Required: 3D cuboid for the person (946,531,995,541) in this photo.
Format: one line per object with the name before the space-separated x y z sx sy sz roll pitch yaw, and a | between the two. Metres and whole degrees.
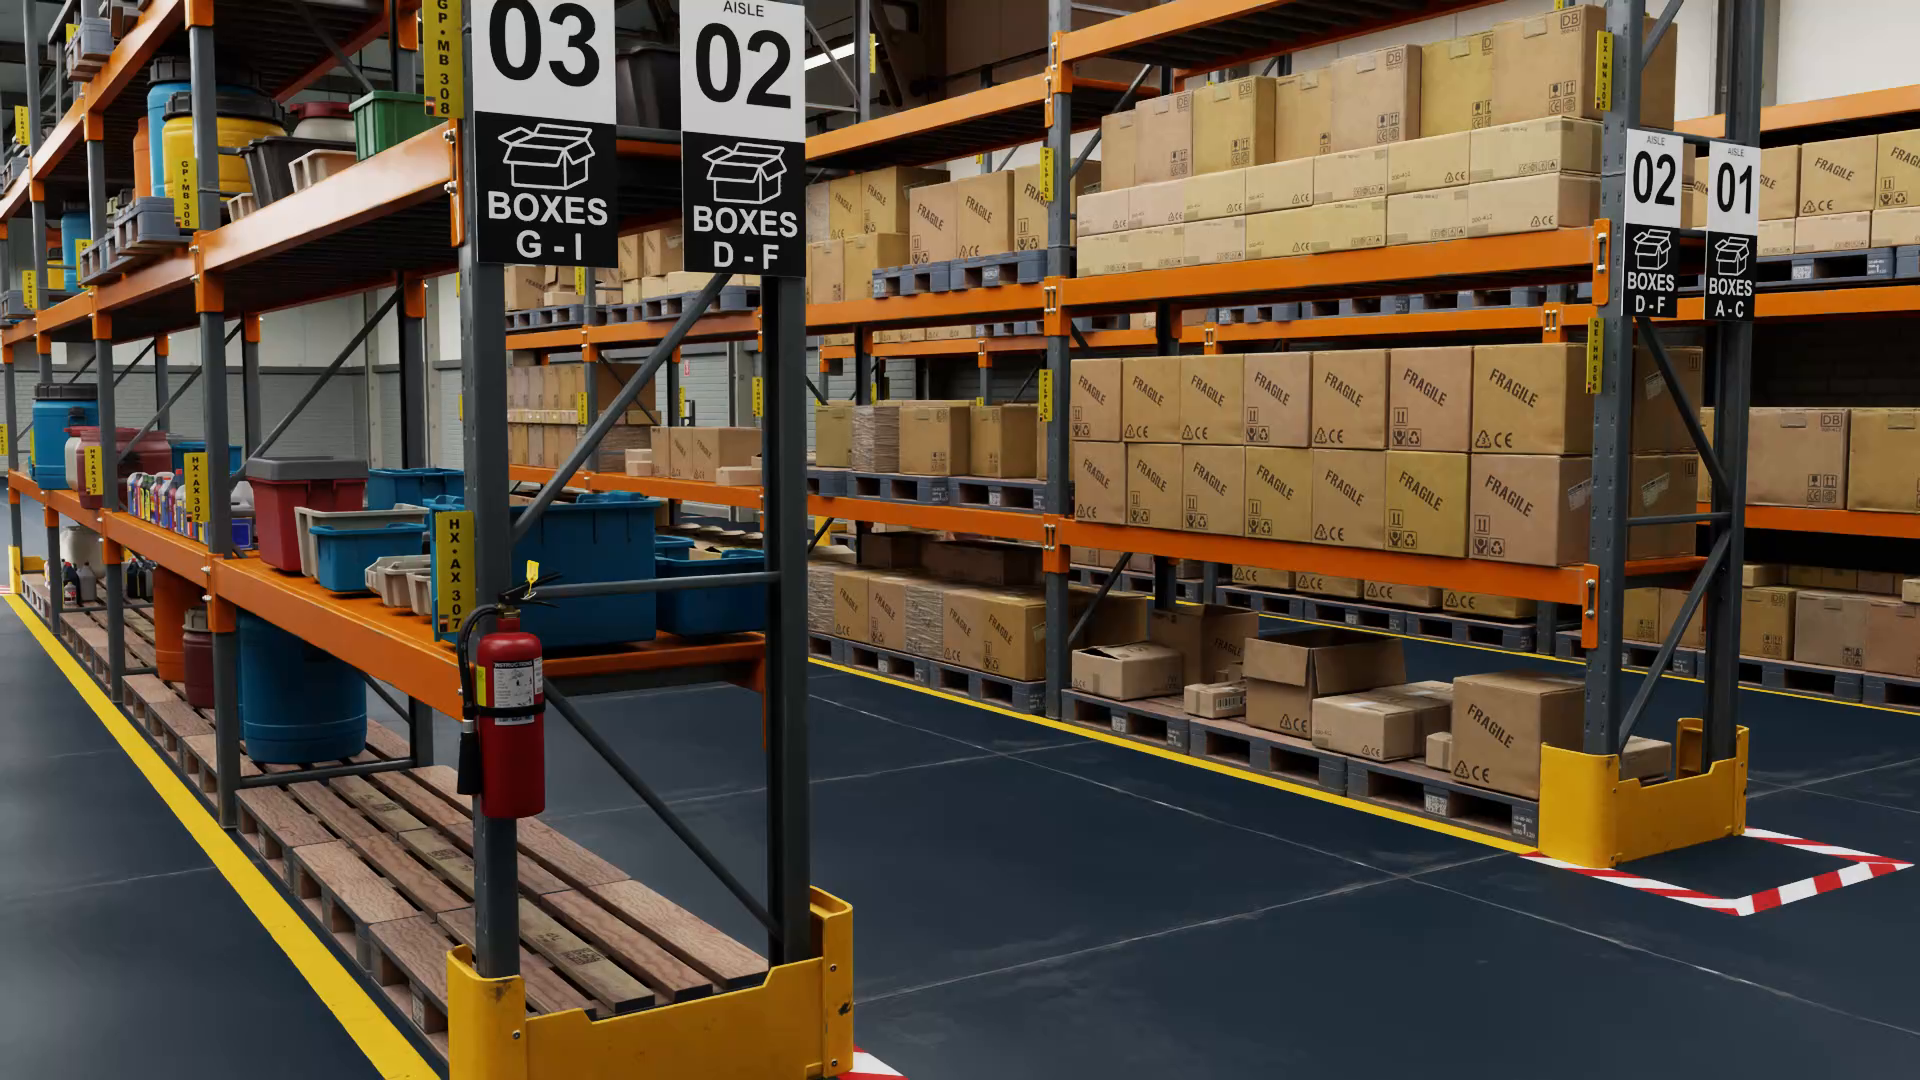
person | 0.099 -0.048 14.978 0.486 1.669 0.394 -4 6 -42
